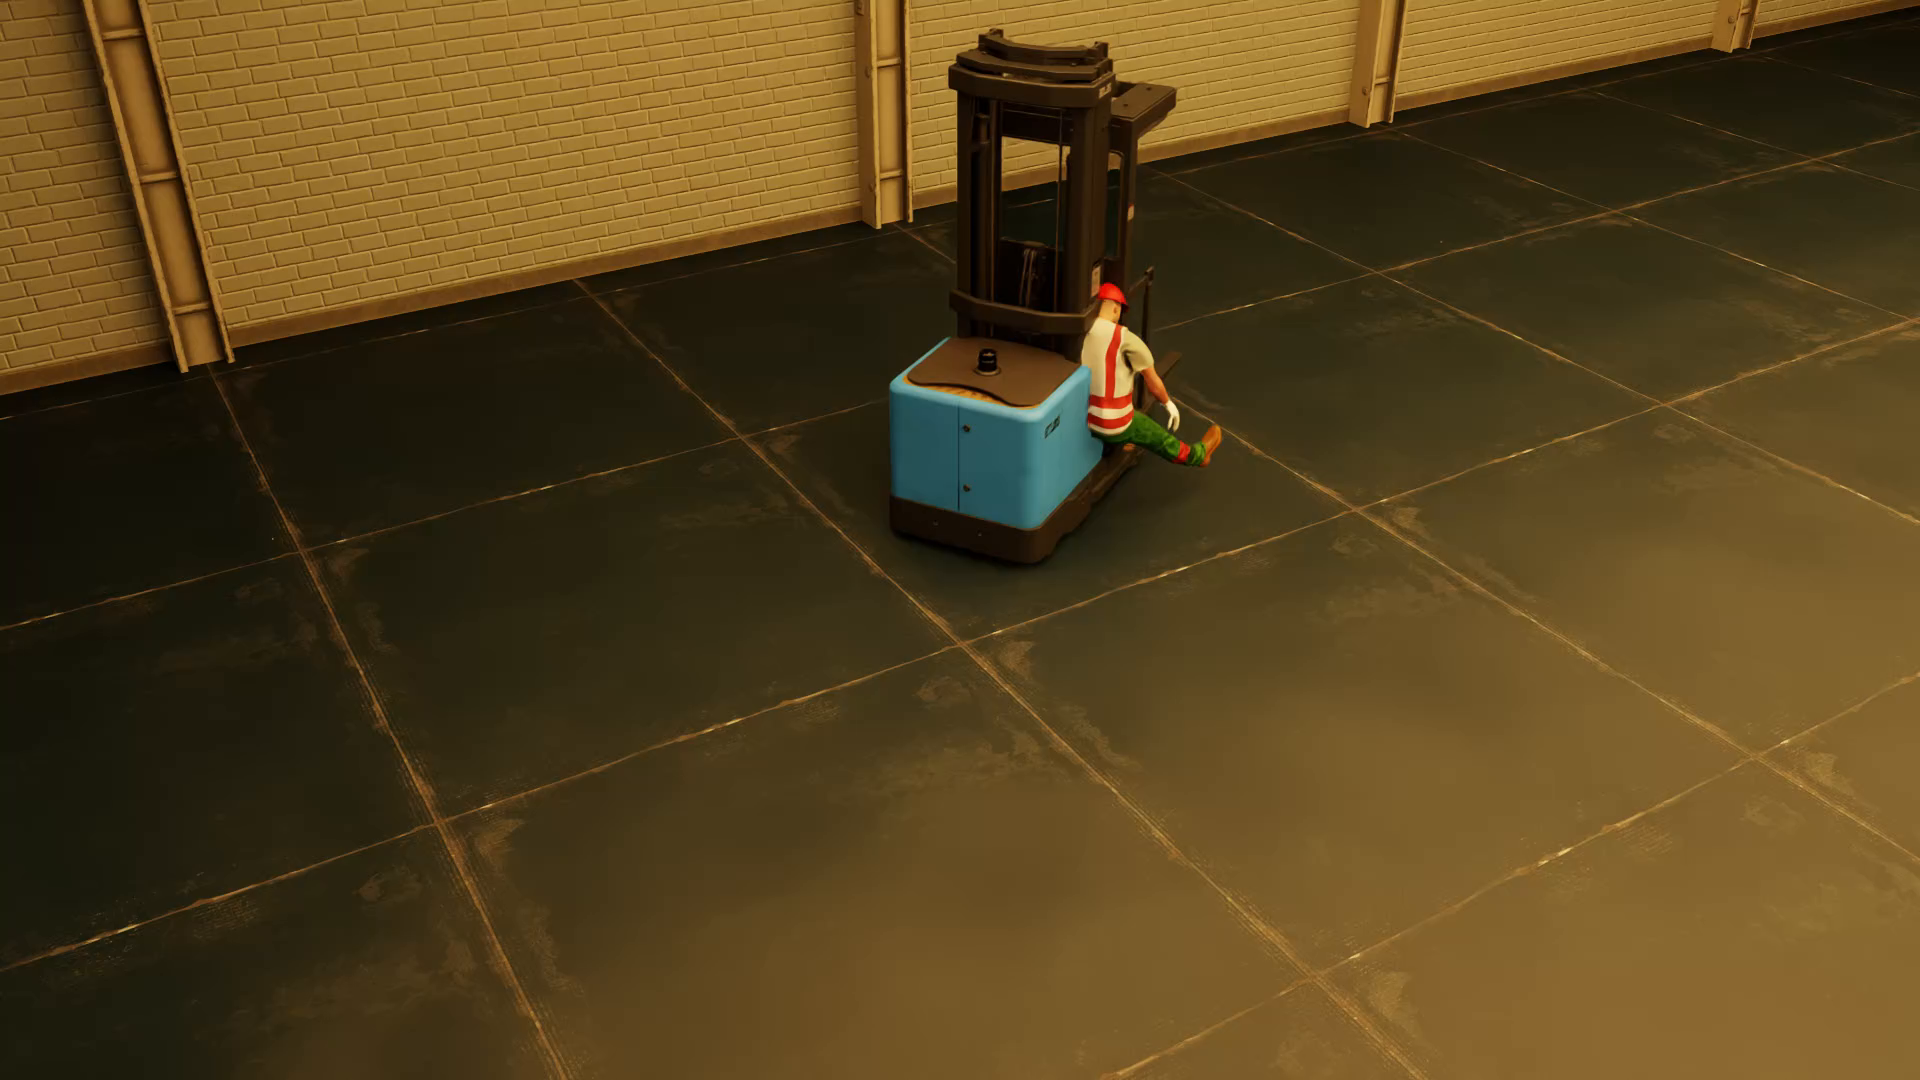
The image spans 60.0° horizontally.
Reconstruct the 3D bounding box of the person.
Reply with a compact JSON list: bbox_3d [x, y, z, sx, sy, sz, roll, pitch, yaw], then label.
[{"bbox_3d":[1.025,-1.034,10.685,1.036,1.354,1.172,25,39,35],"label":"person"}]

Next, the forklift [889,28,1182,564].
[{"bbox_3d":[0.671,-1.847,10.732,1.130,2.935,3.031,15,34,23],"label":"forklift"}]
